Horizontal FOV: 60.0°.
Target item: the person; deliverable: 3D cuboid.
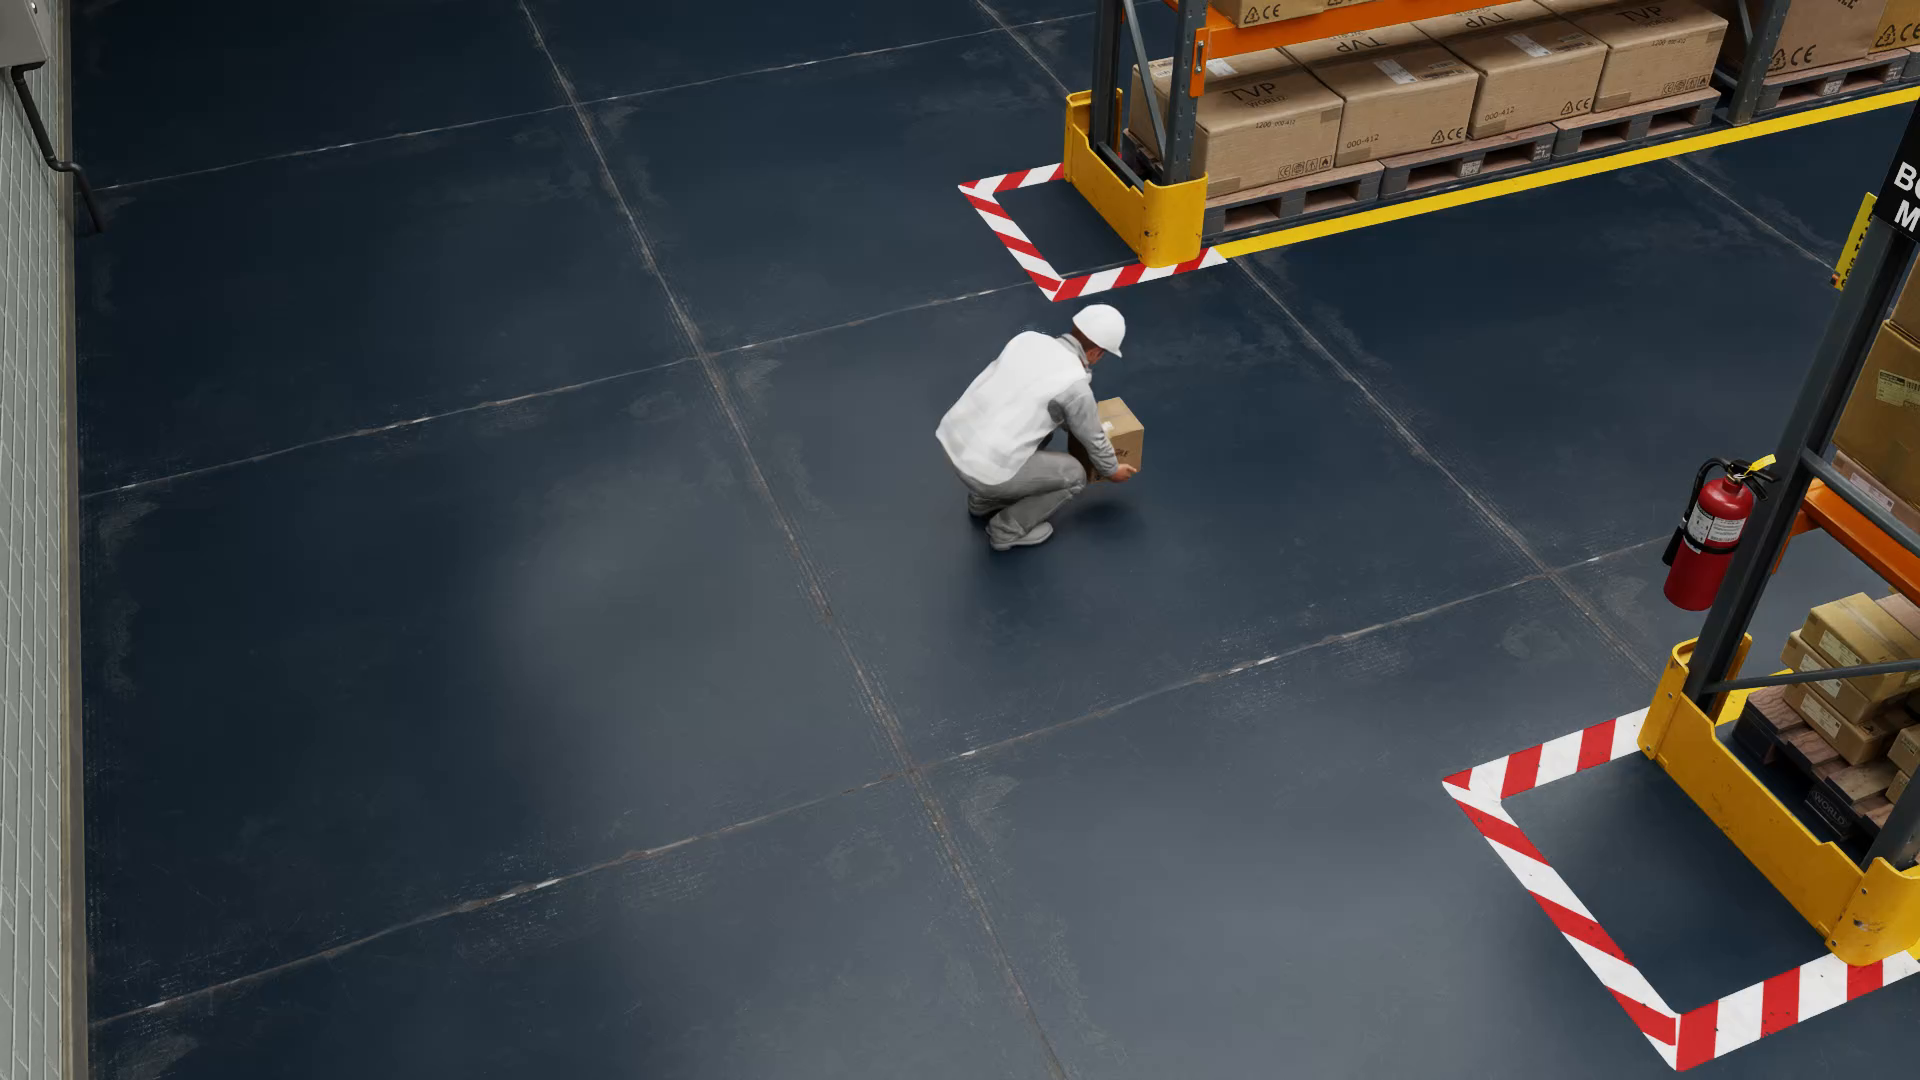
[{"bbox_3d":[0.328,-0.505,7.291,0.870,1.012,0.541,-15,44,-17],"label":"person"}]
